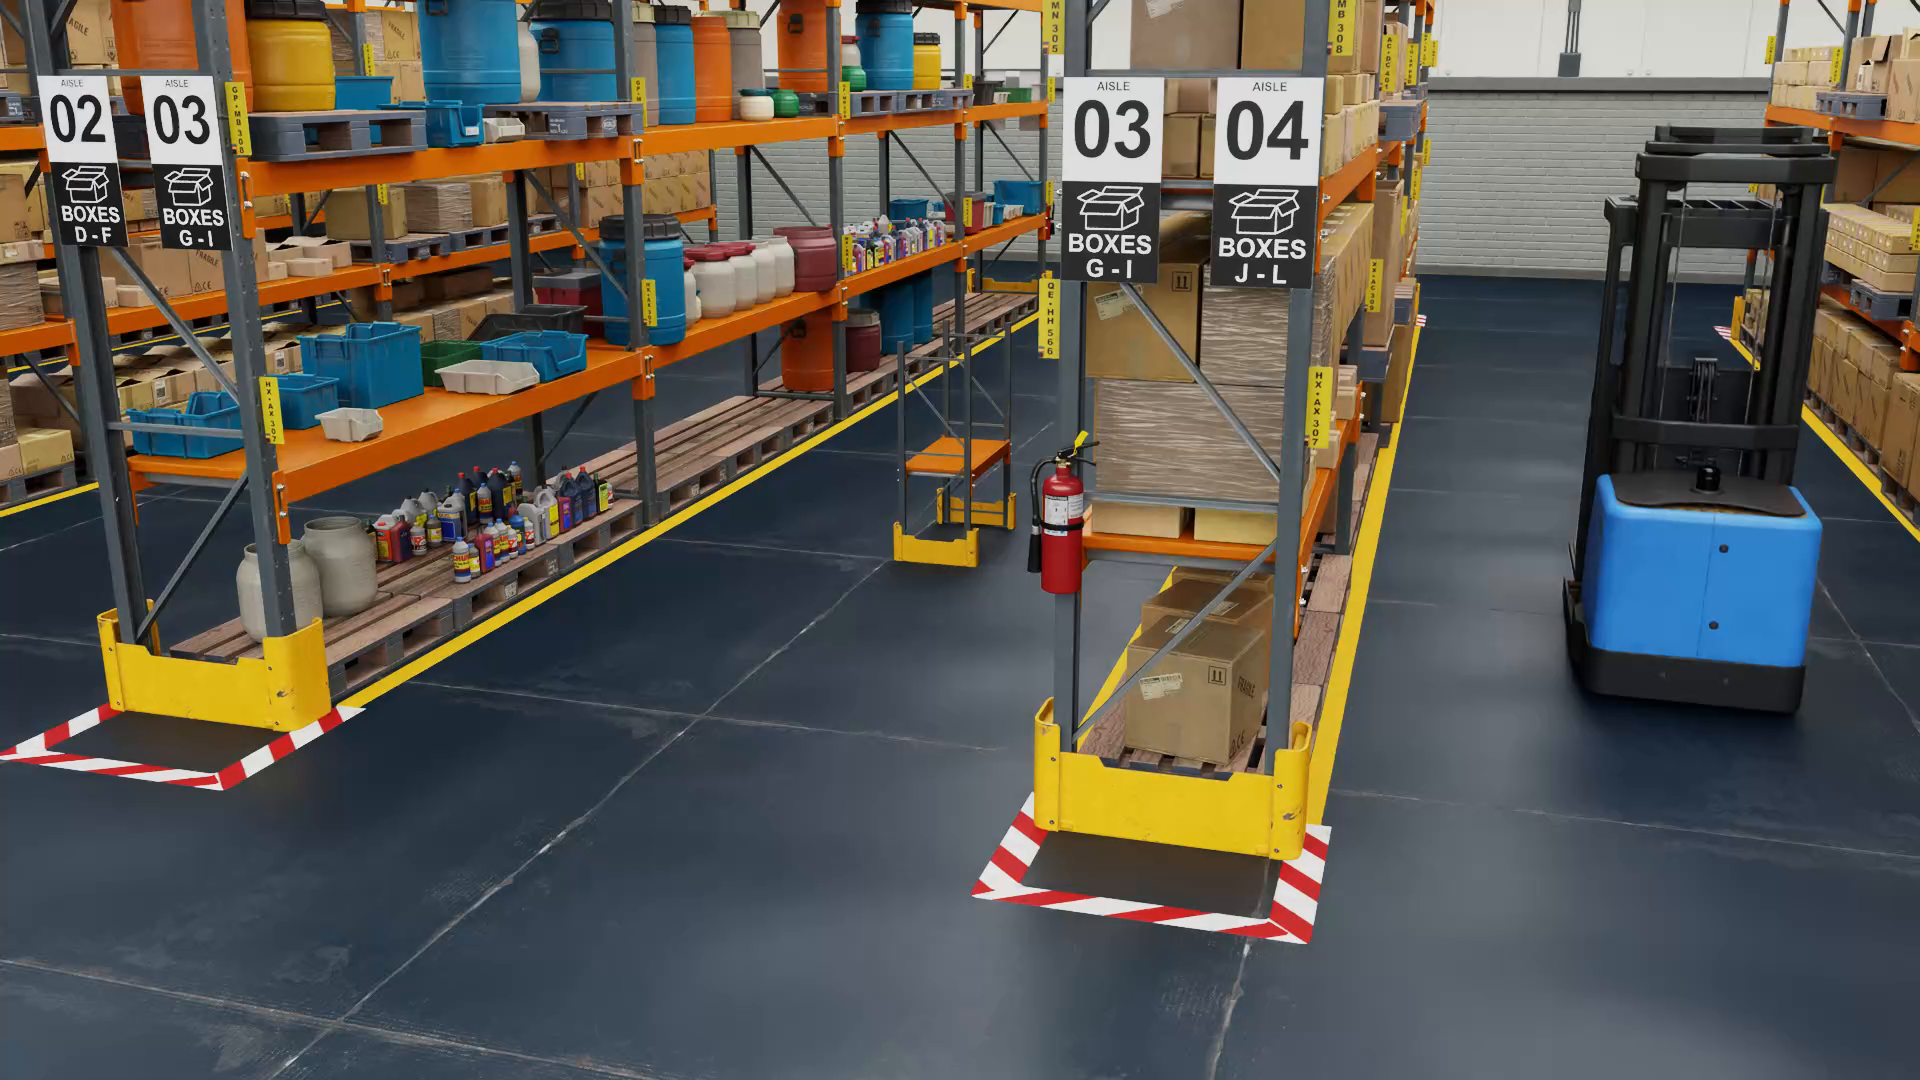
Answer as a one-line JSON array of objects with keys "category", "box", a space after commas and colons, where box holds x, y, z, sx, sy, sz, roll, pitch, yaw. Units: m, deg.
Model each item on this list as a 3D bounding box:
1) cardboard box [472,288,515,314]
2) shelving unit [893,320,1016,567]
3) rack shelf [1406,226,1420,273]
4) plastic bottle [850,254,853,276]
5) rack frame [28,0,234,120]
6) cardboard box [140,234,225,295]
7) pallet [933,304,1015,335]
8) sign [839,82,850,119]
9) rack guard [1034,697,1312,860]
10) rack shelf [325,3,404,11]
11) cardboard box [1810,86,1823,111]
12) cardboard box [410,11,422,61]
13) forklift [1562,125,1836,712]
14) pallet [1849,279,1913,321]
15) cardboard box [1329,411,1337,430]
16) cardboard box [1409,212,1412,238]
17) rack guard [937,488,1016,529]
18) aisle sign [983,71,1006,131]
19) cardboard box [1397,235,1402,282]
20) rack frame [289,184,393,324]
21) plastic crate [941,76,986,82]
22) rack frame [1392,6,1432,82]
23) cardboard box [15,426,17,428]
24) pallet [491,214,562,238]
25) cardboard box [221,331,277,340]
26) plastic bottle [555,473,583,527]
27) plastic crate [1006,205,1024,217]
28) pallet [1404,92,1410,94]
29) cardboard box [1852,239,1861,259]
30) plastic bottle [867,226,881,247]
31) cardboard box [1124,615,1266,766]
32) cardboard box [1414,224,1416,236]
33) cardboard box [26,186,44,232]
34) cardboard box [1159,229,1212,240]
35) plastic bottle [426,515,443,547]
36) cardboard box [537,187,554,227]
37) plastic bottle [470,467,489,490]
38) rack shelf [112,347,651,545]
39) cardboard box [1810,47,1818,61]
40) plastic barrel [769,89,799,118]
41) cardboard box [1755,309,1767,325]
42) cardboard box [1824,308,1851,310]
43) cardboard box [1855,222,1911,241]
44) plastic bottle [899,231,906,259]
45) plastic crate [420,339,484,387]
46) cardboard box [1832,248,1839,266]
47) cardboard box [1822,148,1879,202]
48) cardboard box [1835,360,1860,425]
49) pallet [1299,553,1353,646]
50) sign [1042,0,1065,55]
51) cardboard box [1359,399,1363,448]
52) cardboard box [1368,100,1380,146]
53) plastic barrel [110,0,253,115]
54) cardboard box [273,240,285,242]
[{"category": "cardboard box", "box": [-5.344, -2.658, 19.479, 0.500, 0.500, 0.500, 5, 17, 17]}, {"category": "shelving unit", "box": [-0.022, -0.702, 11.554, 0.587, 1.500, 1.083, 5, 16, 16]}, {"category": "rack shelf", "box": [4.878, -3.468, 19.878, 1.077, 0.370, 4.000, 5, 16, 16]}, {"category": "plastic bottle", "box": [-1.084, -2.683, 16.028, 0.097, 0.271, 0.097, 0, 16, 0]}, {"category": "rack frame", "box": [-3.849, -3.422, 7.402, 1.000, 3.000, 0.127, 5, 16, 16]}, {"category": "cardboard box", "box": [-6.935, -2.484, 14.906, 0.500, 0.500, 0.500, 5, 16, 16]}, {"category": "pallet", "box": [0.078, -2.849, 21.488, 1.003, 0.211, 1.213, 5, 16, 16]}, {"category": "sign", "box": [-1.046, -3.981, 15.061, 0.100, 0.325, 0.005, 5, 16, 16]}, {"category": "rack guard", "box": [0.921, 1.031, 7.278, 1.175, 0.500, 0.348, 5, 16, 16]}, {"category": "rack shelf", "box": [-9.369, -7.314, 23.177, 1.077, 0.370, 4.000, 5, 16, 16]}, {"category": "cardboard box", "box": [9.070, -4.530, 17.081, 0.500, 0.250, 0.500, 5, 16, 16]}, {"category": "cardboard box", "box": [-5.904, -5.366, 17.740, 0.500, 0.500, 0.500, 5, 16, 16]}, {"category": "forklift", "box": [4.225, -0.892, 9.603, 1.130, 2.935, 3.031, 5, 17, 16]}, {"category": "pallet", "box": [8.000, -1.936, 13.509, 1.213, 0.211, 1.003, 5, 16, 16]}, {"category": "cardboard box", "box": [1.817, -0.607, 8.932, 0.380, 0.149, 0.250, 5, 16, 16]}, {"category": "cardboard box", "box": [4.694, -3.465, 18.277, 0.500, 0.250, 0.500, 4, 16, 15]}, {"category": "rack guard", "box": [0.120, -0.231, 12.184, 0.587, 0.250, 0.087, 5, 16, 16]}, {"category": "aisle sign", "box": [0.433, -6.014, 22.772, 0.394, 0.787, 0.004, 5, 16, 16]}, {"category": "cardboard box", "box": [3.859, -2.668, 15.556, 0.500, 0.500, 0.500, 4, 16, 15]}, {"category": "rack frame", "box": [-6.324, -3.014, 16.958, 1.000, 3.000, 0.127, 5, 16, 16]}, {"category": "plastic crate", "box": [0.000, -5.756, 21.244, 0.504, 0.338, 0.767, 5, 16, 16]}, {"category": "rack frame", "box": [5.447, -7.224, 20.806, 1.000, 3.000, 0.127, 5, 16, 16]}, {"category": "cardboard box", "box": [-7.883, -0.749, 13.241, 0.500, 0.250, 0.500, 5, 16, 16]}, {"category": "pallet", "box": [-5.519, -3.767, 19.966, 1.003, 0.211, 1.213, 5, 16, 16]}, {"category": "cardboard box", "box": [-6.895, -1.910, 16.309, 0.500, 0.311, 0.500, 4, 16, 14]}, {"category": "plastic bottle", "box": [-2.674, -0.278, 11.362, 0.144, 0.351, 0.185, 4, 16, 13]}, {"category": "plastic crate", "box": [0.640, -4.396, 22.205, 0.396, 0.136, 0.243, 5, 16, 16]}, {"category": "pallet", "box": [3.620, -4.062, 15.503, 1.003, 0.211, 1.213, 5, 17, 18]}, {"category": "cardboard box", "box": [7.895, -2.492, 14.263, 0.380, 0.149, 0.250, 5, 16, 15]}, {"category": "plastic bottle", "box": [-0.884, -3.074, 17.260, 0.144, 0.351, 0.185, 5, 16, 16]}, {"category": "cardboard box", "box": [1.093, 0.687, 7.722, 0.500, 0.500, 0.500, 8, 18, 26]}, {"category": "cardboard box", "box": [5.226, -3.698, 19.831, 0.380, 0.149, 0.250, 5, 17, 17]}, {"category": "cardboard box", "box": [-10.691, -3.705, 18.630, 0.500, 0.500, 0.500, 5, 17, 18]}, {"category": "cardboard box", "box": [1.100, -1.249, 8.174, 0.500, 0.500, 0.500, 5, 16, 16]}, {"category": "plastic bottle", "box": [-3.439, -0.061, 10.871, 0.097, 0.201, 0.097, 0, 16, 0]}, {"category": "cardboard box", "box": [-5.291, -4.259, 21.165, 0.500, 0.500, 0.500, 5, 17, 17]}, {"category": "plastic bottle", "box": [-3.340, -0.340, 11.581, 0.144, 0.351, 0.185, 5, 17, 17]}, {"category": "rack shelf", "box": [-3.281, -0.713, 10.164, 1.077, 0.370, 4.000, 5, 16, 16]}, {"category": "cardboard box", "box": [9.206, -5.127, 17.538, 0.380, 0.149, 0.250, 5, 16, 15]}, {"category": "plastic barrel", "box": [-1.597, -3.928, 14.970, 0.294, 0.245, 0.294, 0, 16, 0]}, {"category": "cardboard box", "box": [9.485, -2.586, 19.359, 0.380, 0.149, 0.250, 5, 17, 18]}, {"category": "cardboard box", "box": [9.802, -2.478, 18.432, 0.380, 0.149, 0.250, 5, 17, 16]}, {"category": "cardboard box", "box": [7.894, -2.631, 14.210, 0.380, 0.149, 0.250, 5, 16, 16]}, {"category": "plastic bottle", "box": [-0.614, -3.103, 17.487, 0.061, 0.283, 0.133, 5, 16, 16]}, {"category": "plastic crate", "box": [-3.369, -1.147, 10.764, 0.450, 0.188, 0.662, 5, 16, 16]}, {"category": "cardboard box", "box": [8.118, -2.552, 15.019, 0.380, 0.149, 0.250, 4, 16, 15]}, {"category": "cardboard box", "box": [8.911, -3.696, 16.803, 0.500, 0.500, 0.500, 4, 16, 14]}, {"category": "cardboard box", "box": [8.122, -1.301, 14.729, 0.500, 0.500, 0.500, 4, 16, 13]}, {"category": "pallet", "box": [1.879, 0.322, 10.308, 1.003, 0.211, 1.213, 5, 16, 16]}, {"category": "sign", "box": [0.373, -2.069, 6.507, 0.100, 0.325, 0.005, 5, 16, 16]}, {"category": "cardboard box", "box": [3.002, -1.077, 13.903, 0.700, 0.500, 0.500, 4, 16, 13]}, {"category": "cardboard box", "box": [2.157, -2.429, 9.675, 0.500, 0.250, 0.500, 5, 17, 18]}, {"category": "plastic barrel", "box": [-3.833, -2.524, 8.179, 0.600, 0.830, 0.708, 5, 16, 16]}, {"category": "cardboard box", "box": [-9.564, -4.193, 23.738, 0.380, 0.149, 0.250, 5, 17, 16]}]
